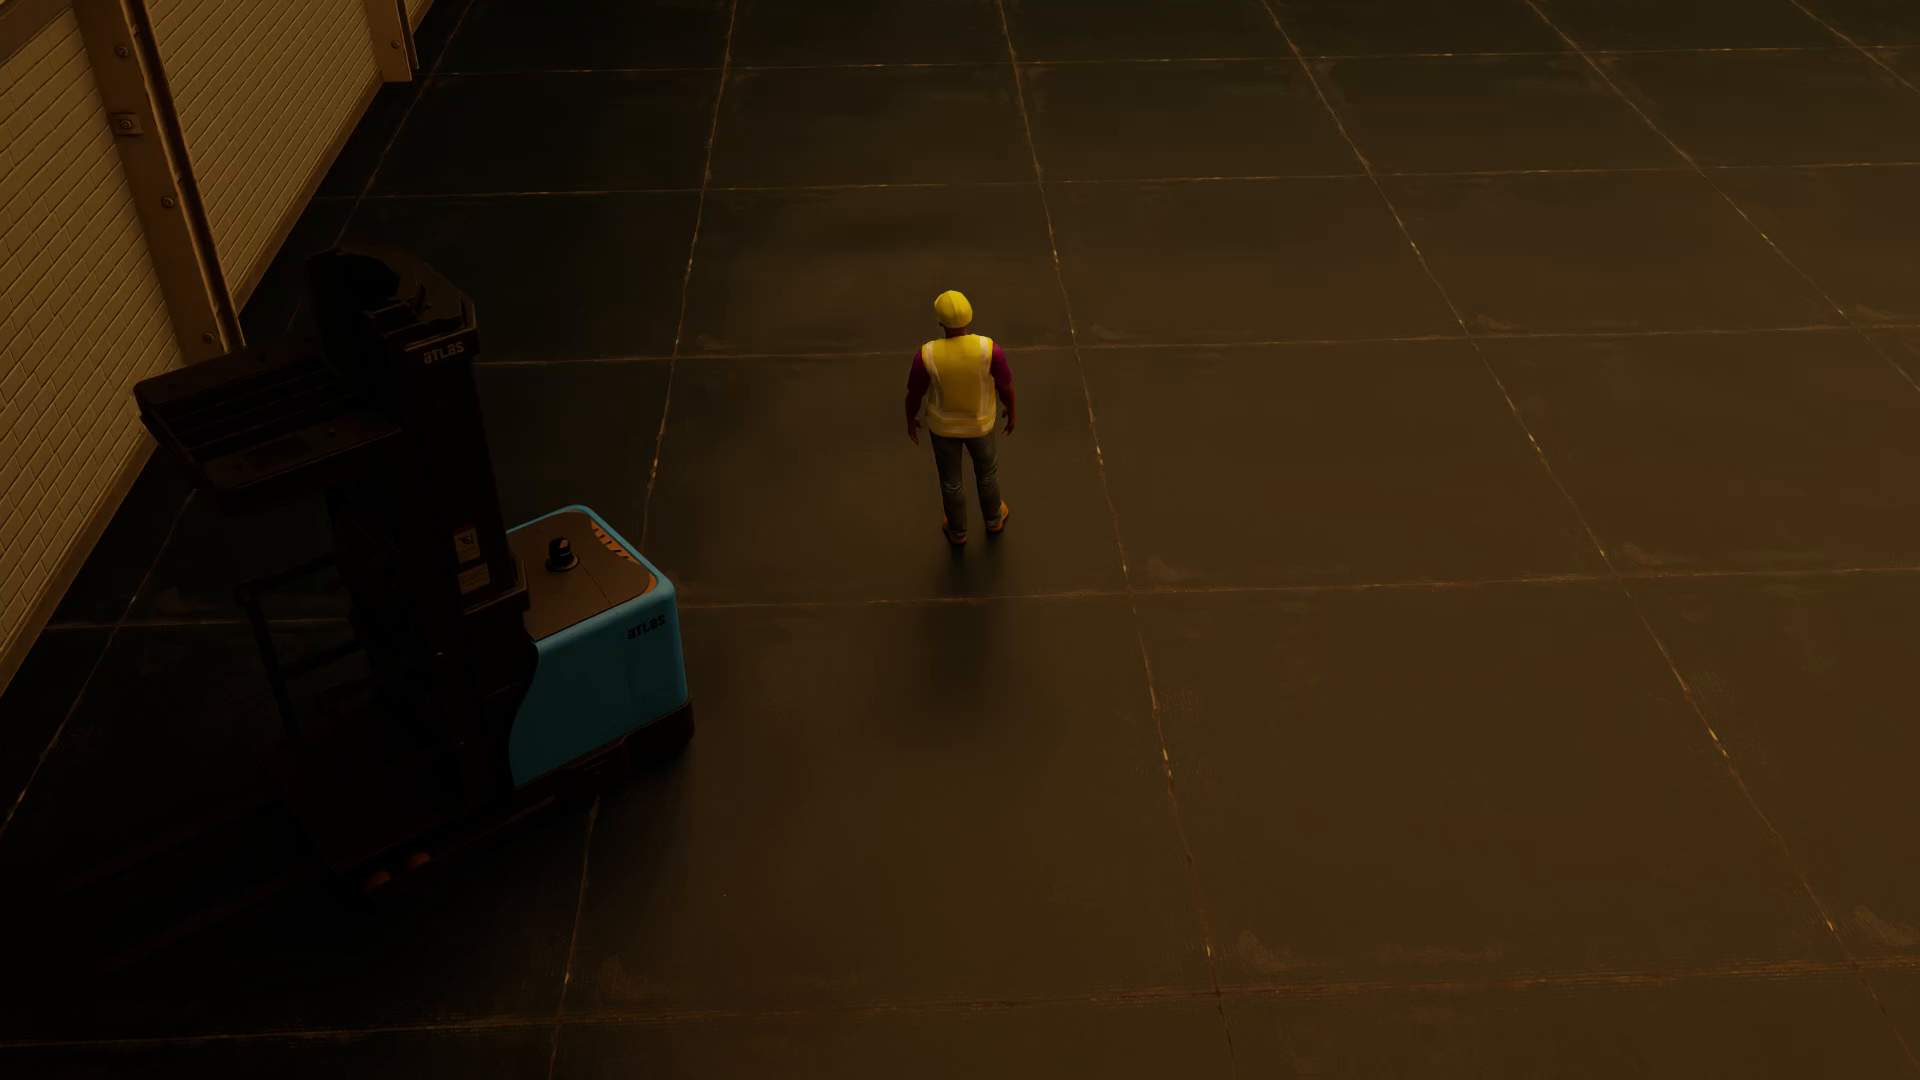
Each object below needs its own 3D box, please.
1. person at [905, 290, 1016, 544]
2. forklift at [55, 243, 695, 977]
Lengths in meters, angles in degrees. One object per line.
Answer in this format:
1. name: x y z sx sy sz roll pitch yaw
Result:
1. person: 0.002 -0.760 10.032 0.666 1.765 0.577 -2 36 -2
2. forklift: -2.891 0.236 7.686 3.031 2.935 1.130 -26 43 -31
